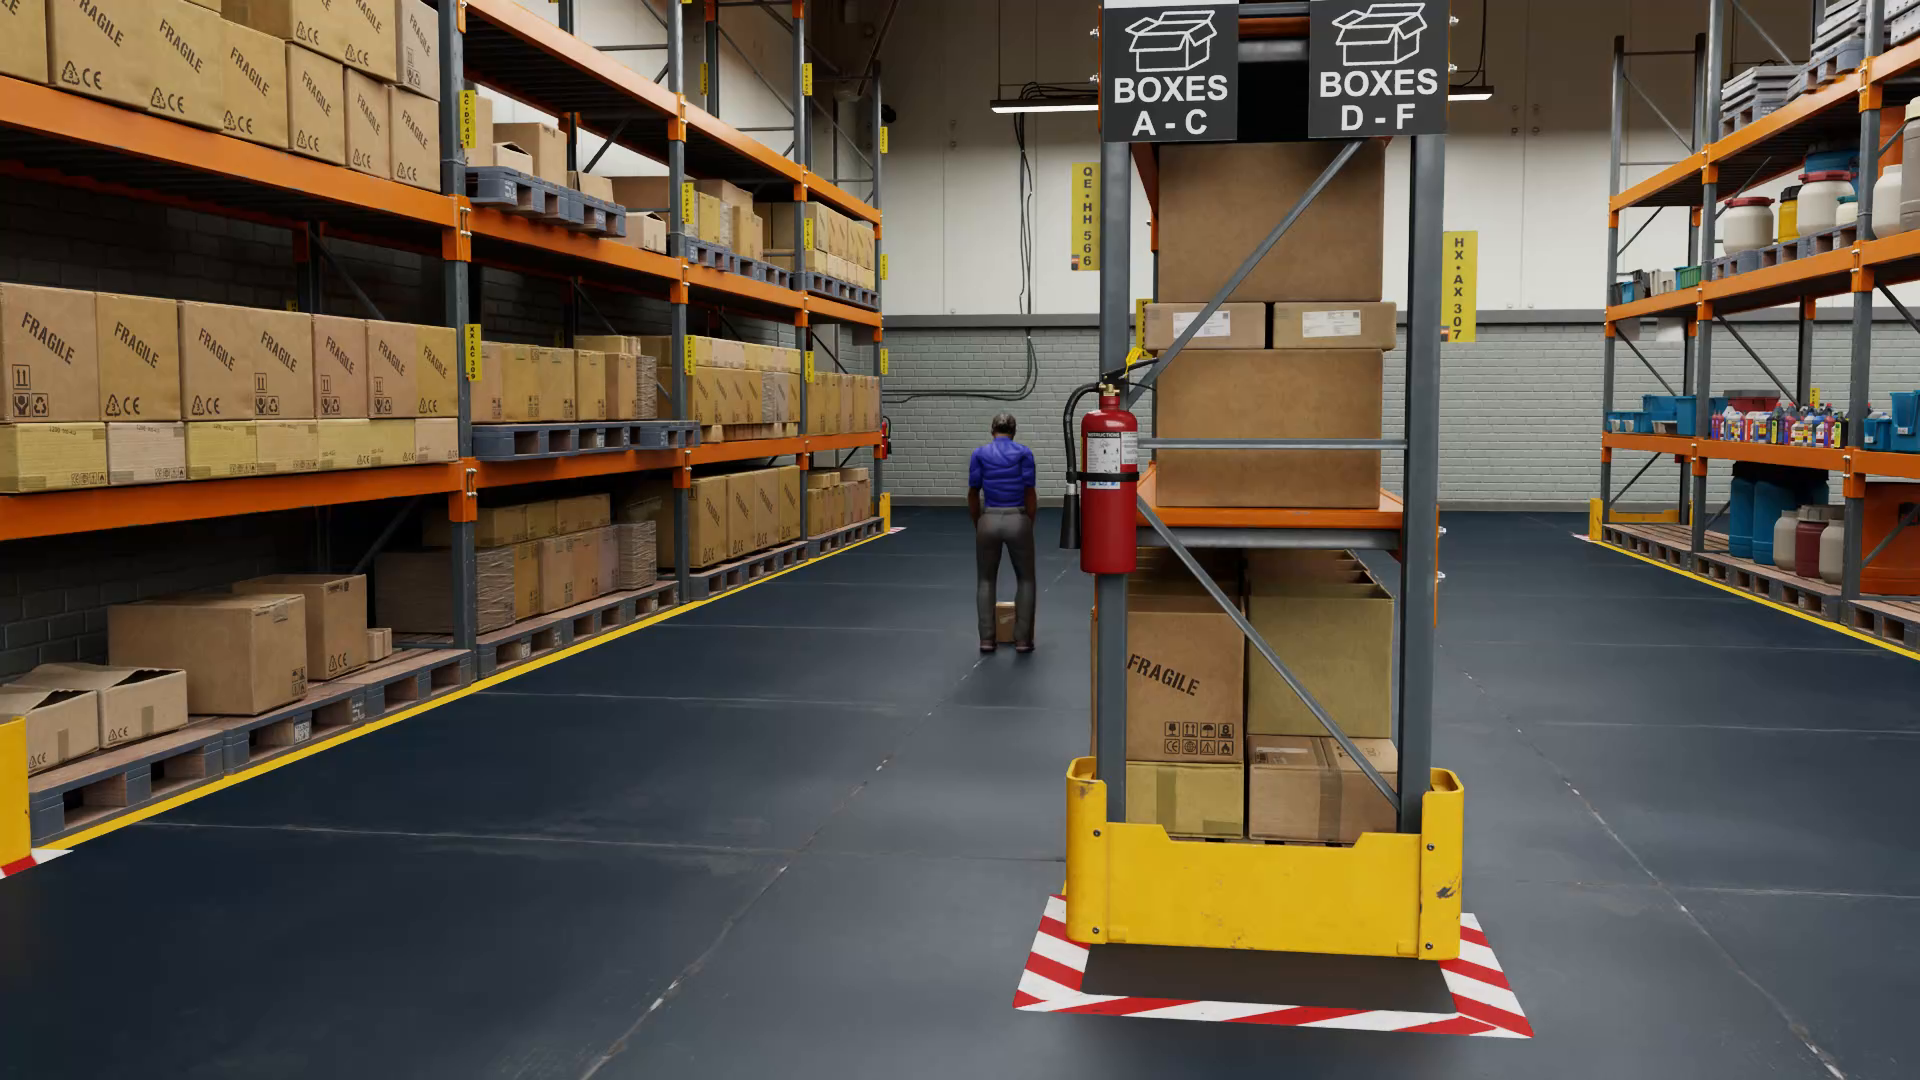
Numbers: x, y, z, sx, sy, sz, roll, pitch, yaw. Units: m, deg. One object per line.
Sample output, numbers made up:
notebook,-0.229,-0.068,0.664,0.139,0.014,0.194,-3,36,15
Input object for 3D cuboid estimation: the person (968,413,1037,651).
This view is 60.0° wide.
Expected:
person,0.277,-0.049,11.067,0.465,1.588,0.411,1,5,11
